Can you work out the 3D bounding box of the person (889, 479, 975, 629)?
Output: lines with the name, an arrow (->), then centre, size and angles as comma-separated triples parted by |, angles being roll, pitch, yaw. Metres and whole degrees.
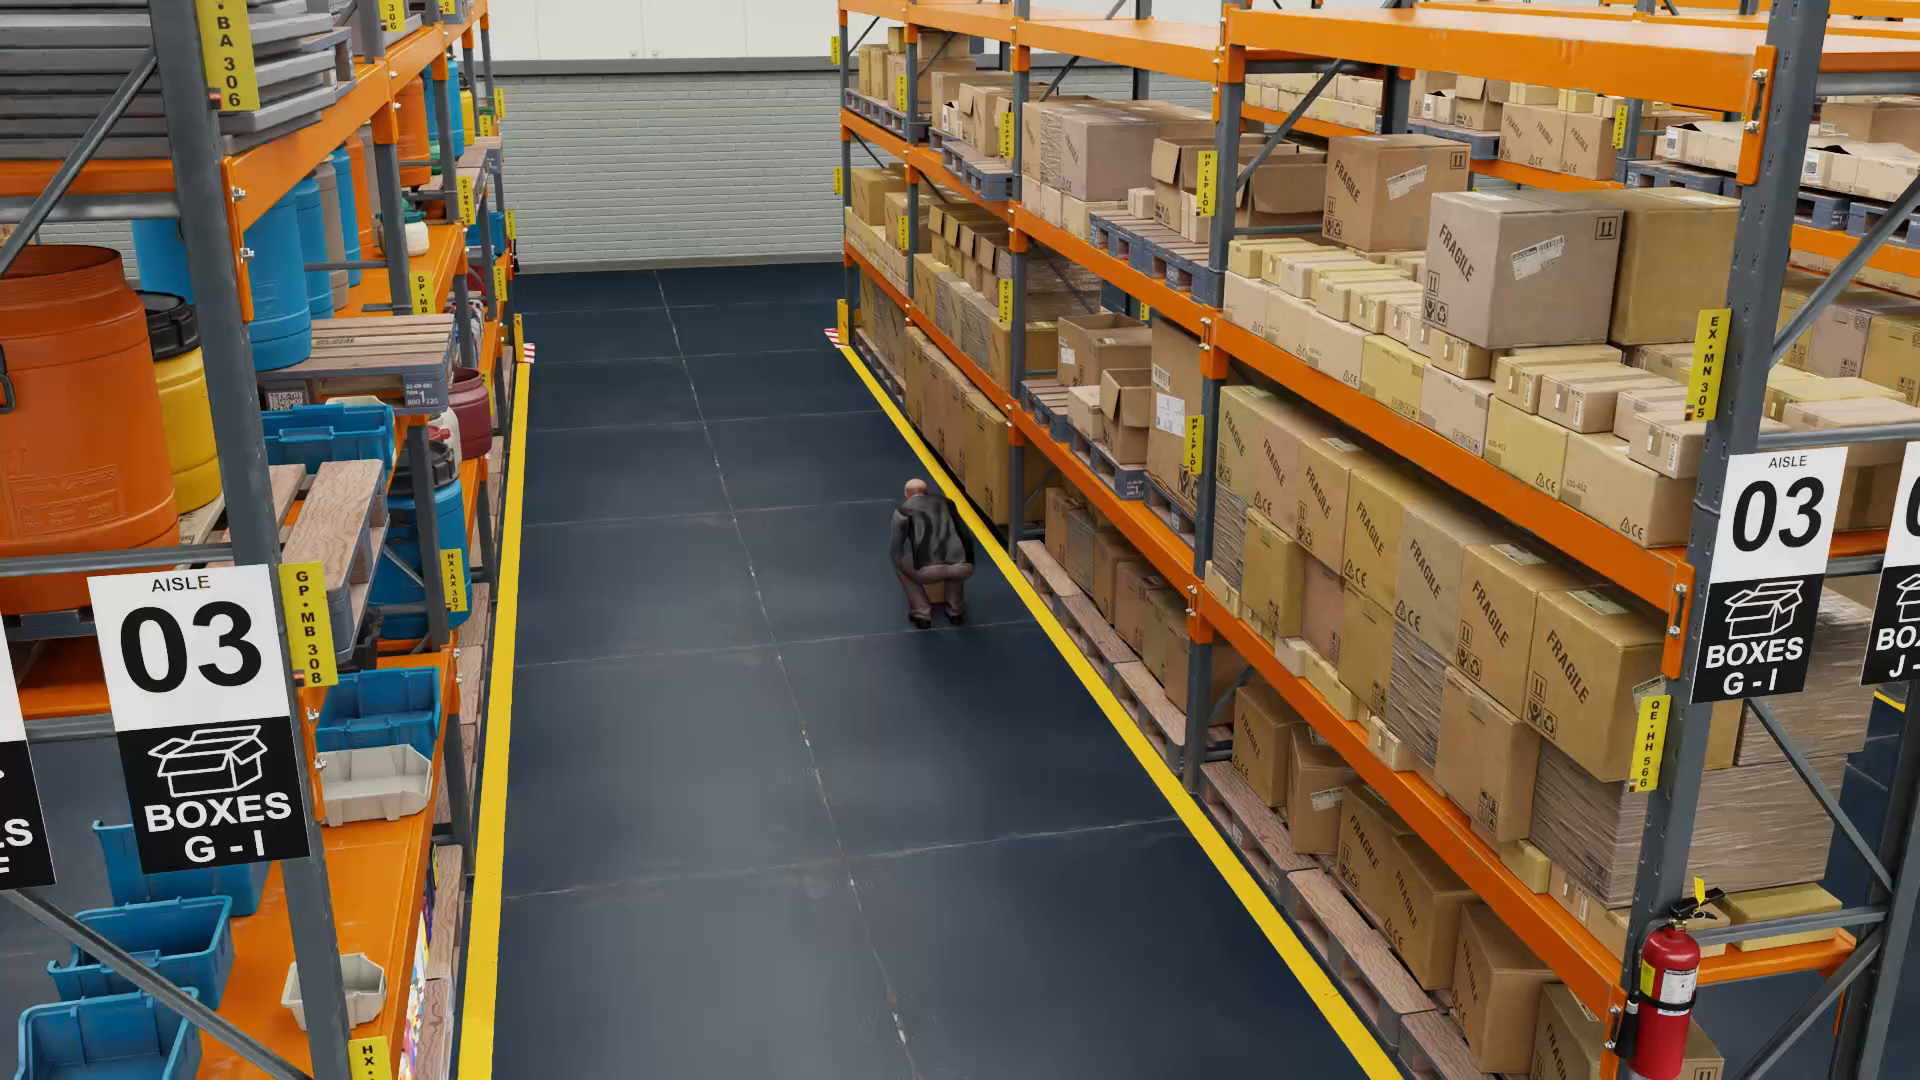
person -> -0.213, 0.109, 11.974 | 0.533, 0.942, 0.865 | -5, 20, -13
